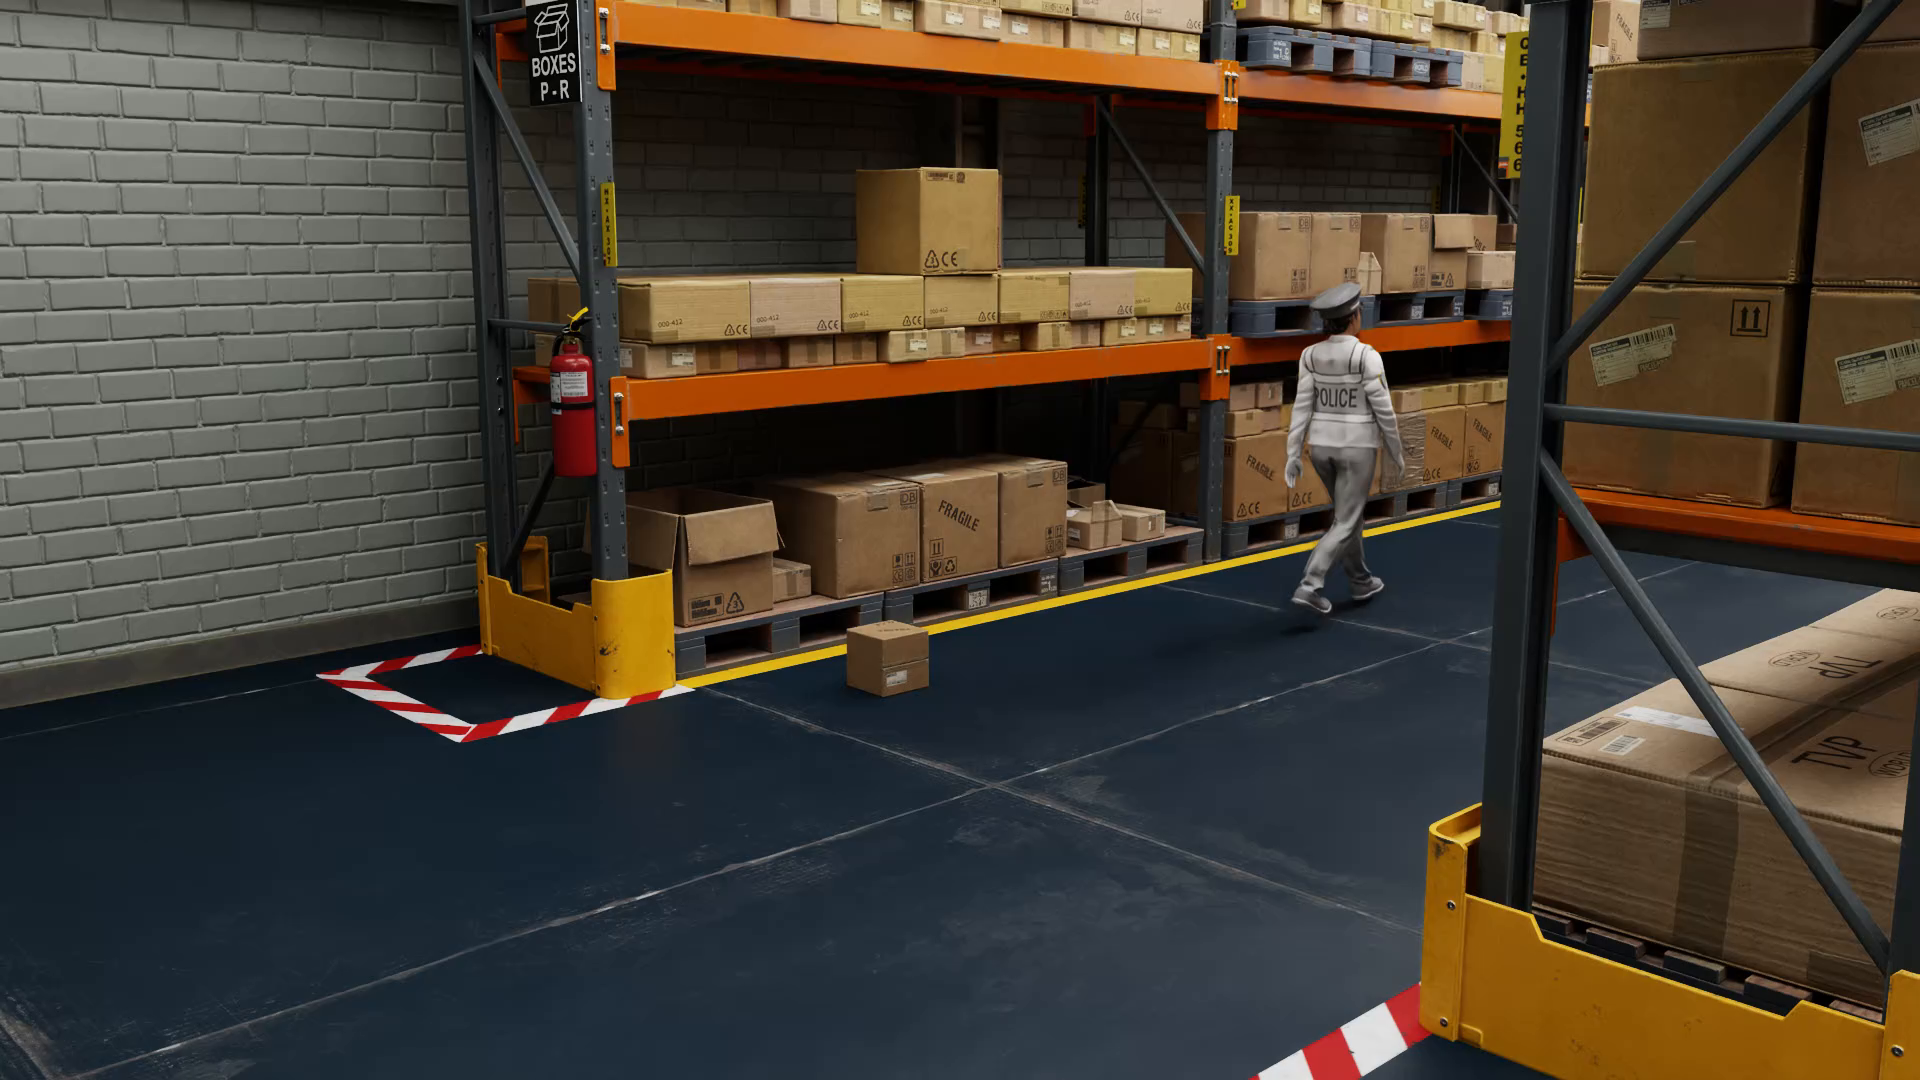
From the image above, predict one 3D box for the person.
[{"bbox_3d":[1.921,-0.454,8.259,1.008,1.637,0.515,-10,14,-41],"label":"person"}]
